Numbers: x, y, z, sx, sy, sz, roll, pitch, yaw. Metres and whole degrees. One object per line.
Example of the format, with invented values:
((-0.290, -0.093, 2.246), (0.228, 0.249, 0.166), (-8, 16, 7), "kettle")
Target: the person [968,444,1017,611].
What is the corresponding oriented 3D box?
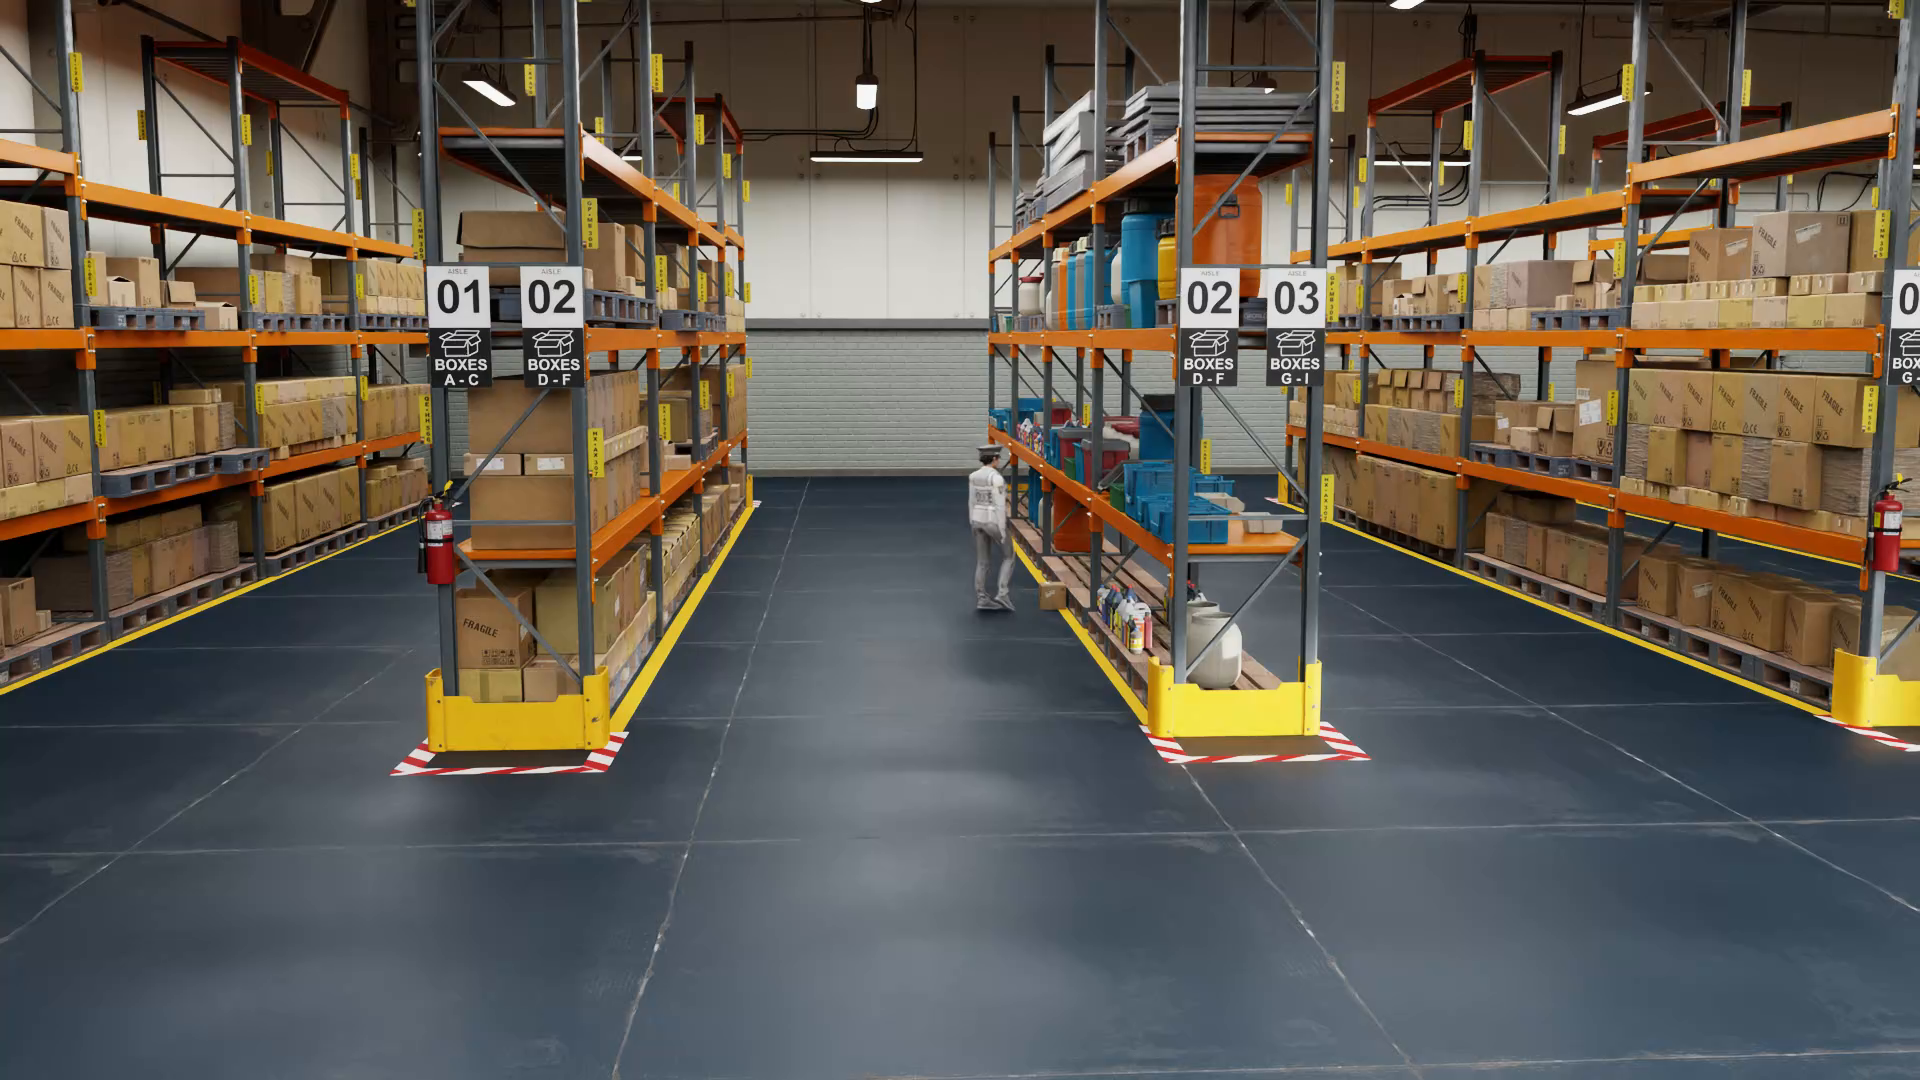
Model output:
((0.321, -0.113, 16.724), (0.490, 1.704, 0.414), (6, 9, 42), "person")
